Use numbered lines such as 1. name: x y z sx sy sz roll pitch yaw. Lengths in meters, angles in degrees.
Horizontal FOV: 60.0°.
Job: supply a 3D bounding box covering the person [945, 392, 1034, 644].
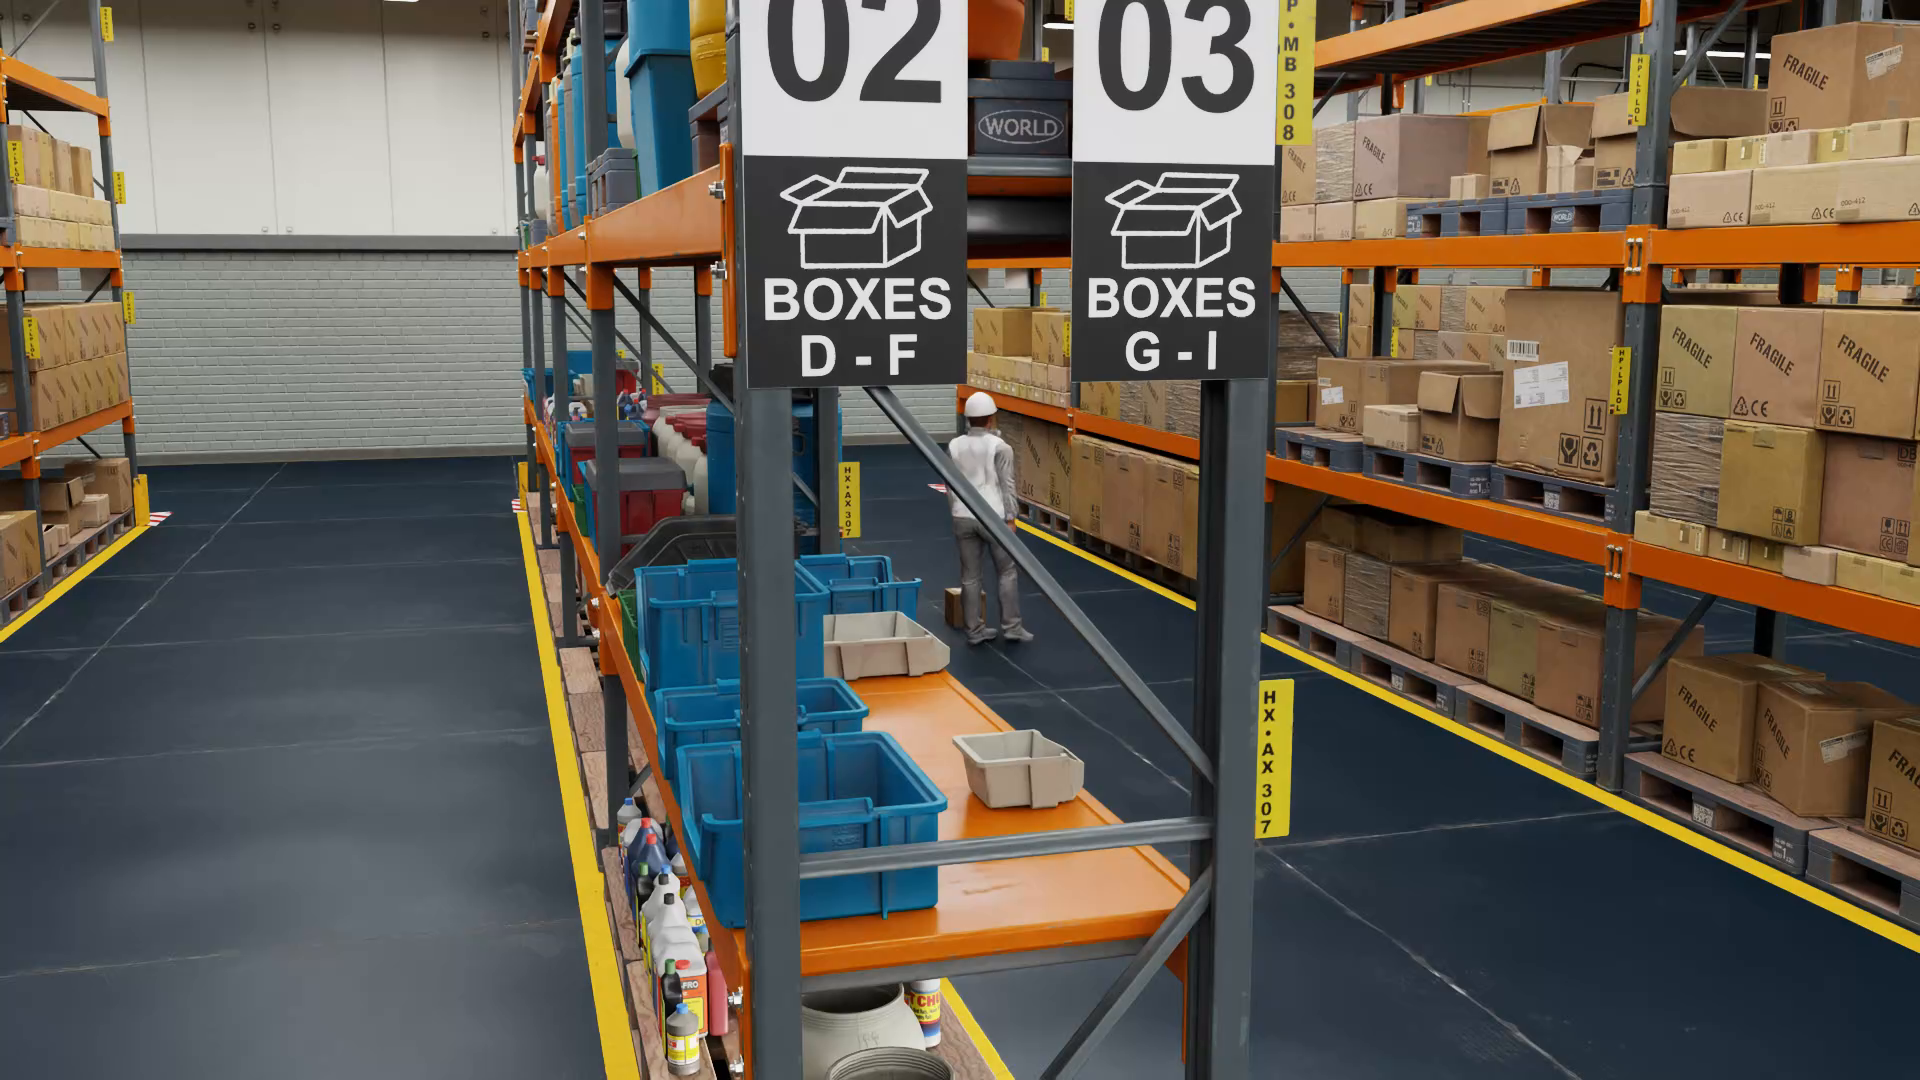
1. person: 0.198 -0.148 11.762 0.566 1.800 0.505 4 10 22
